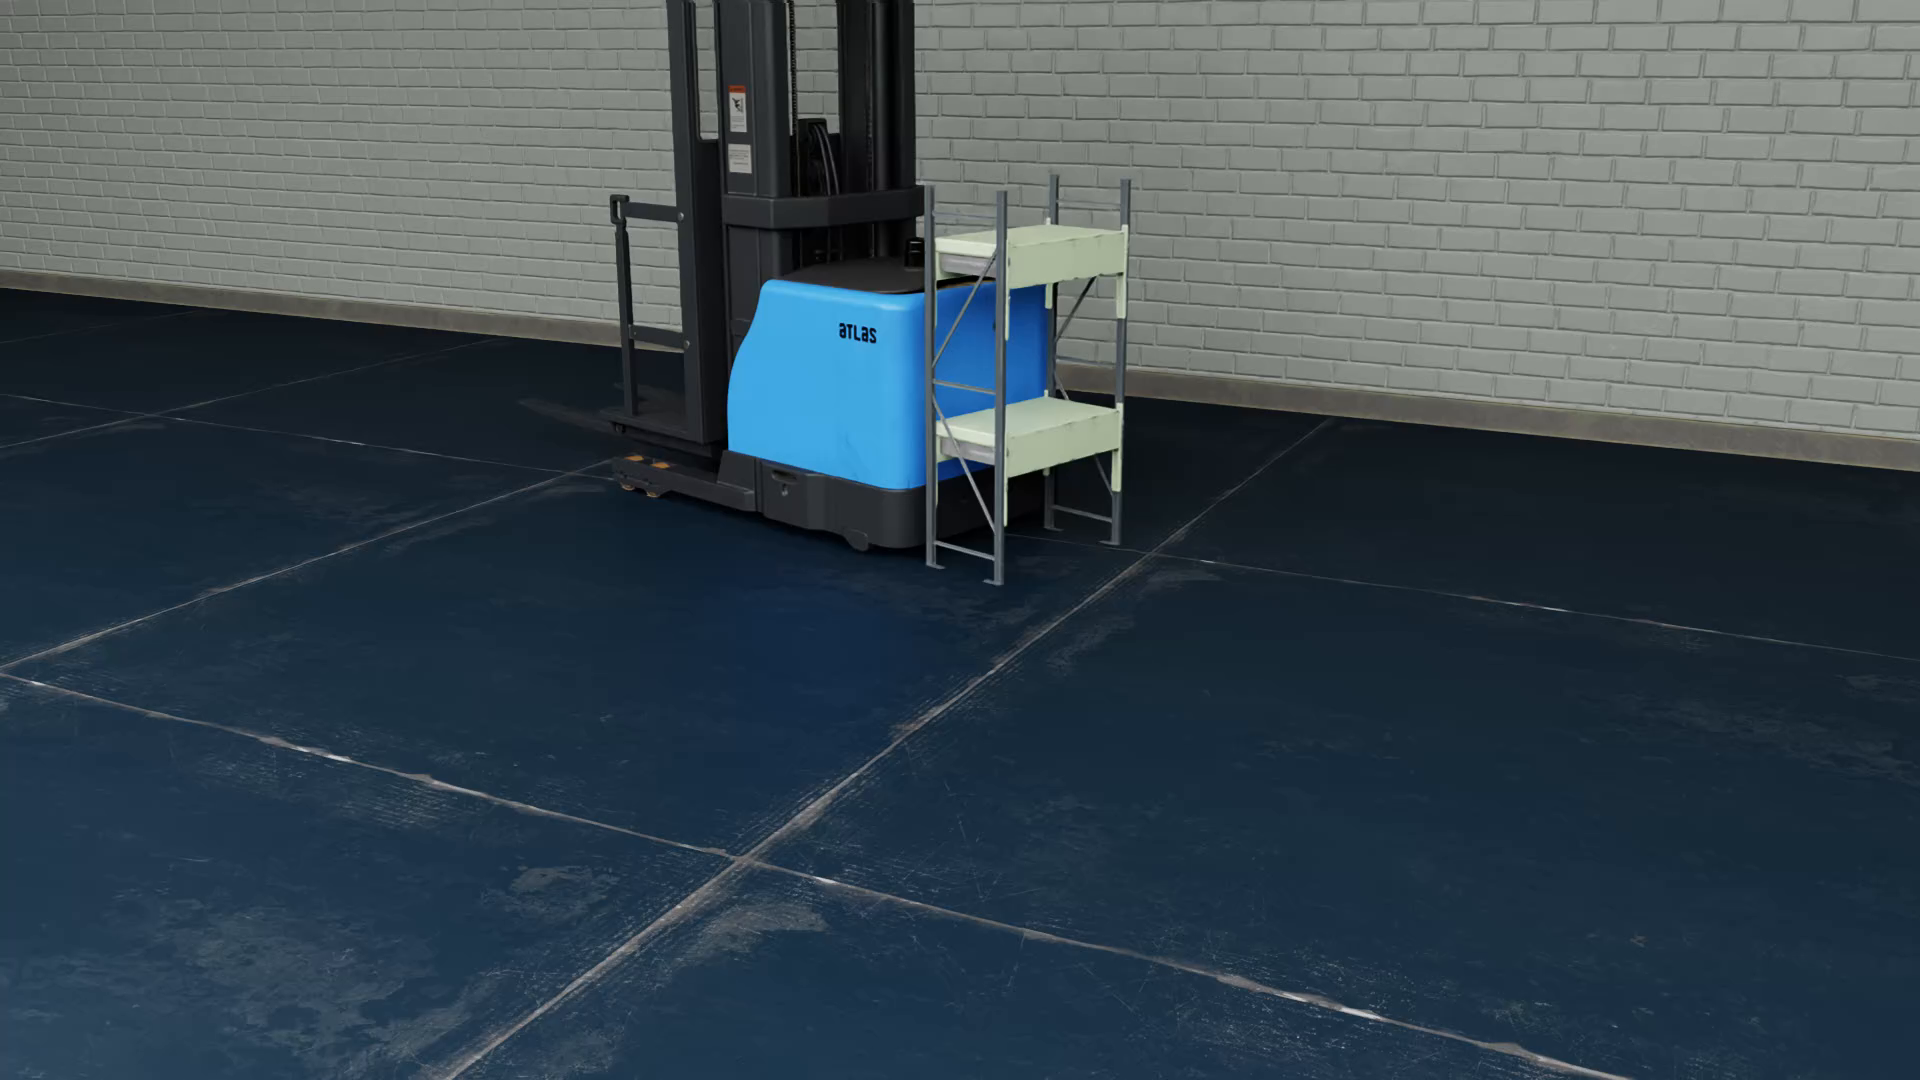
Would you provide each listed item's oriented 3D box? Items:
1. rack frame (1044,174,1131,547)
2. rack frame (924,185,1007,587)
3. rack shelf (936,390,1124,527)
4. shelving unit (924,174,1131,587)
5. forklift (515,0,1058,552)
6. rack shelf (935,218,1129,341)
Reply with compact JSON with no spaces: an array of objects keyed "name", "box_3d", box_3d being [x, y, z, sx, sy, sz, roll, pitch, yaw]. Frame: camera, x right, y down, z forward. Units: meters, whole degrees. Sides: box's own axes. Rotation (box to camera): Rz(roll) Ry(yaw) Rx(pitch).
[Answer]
[{"name":"rack frame","box_3d":[0.518,-0.732,6.853,0.400,1.500,0.023,15,22,41]},{"name":"rack frame","box_3d":[0.018,-0.579,6.341,0.400,1.500,0.023,15,22,41]},{"name":"rack shelf","box_3d":[0.268,-0.343,6.690,0.431,0.370,0.720,15,22,41]},{"name":"shelving unit","box_3d":[0.268,-0.656,6.597,0.431,1.500,0.755,15,22,41]},{"name":"forklift","box_3d":[-0.990,-1.693,7.575,3.031,2.935,1.130,15,22,41]},{"name":"rack shelf","box_3d":[0.268,-1.030,6.486,0.431,0.370,0.720,15,22,41]}]
